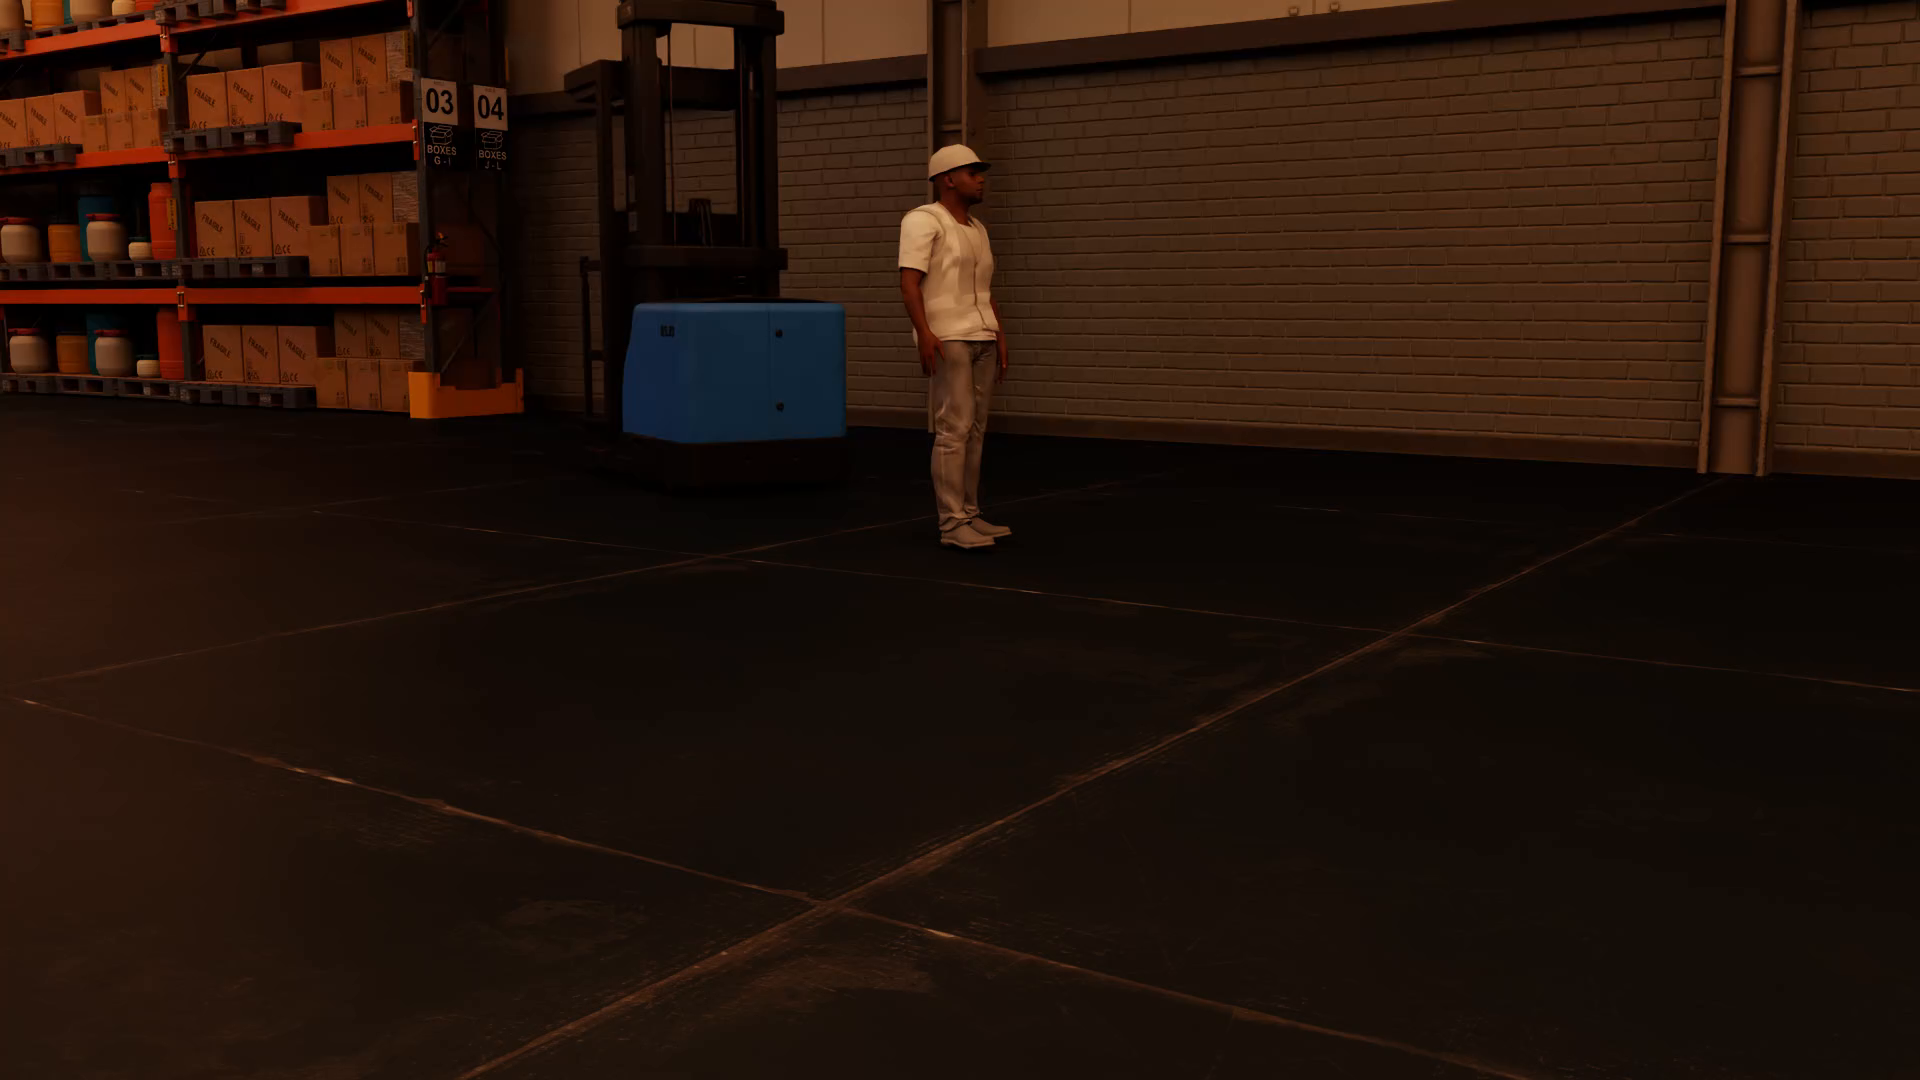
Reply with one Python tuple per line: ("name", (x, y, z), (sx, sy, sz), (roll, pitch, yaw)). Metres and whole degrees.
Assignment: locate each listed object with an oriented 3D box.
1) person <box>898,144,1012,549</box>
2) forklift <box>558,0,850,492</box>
("person", (0.055, -0.875, 7.435), (0.575, 1.768, 0.665), (5, 10, 34))
("forklift", (-1.804, -1.887, 10.466), (1.130, 2.935, 3.031), (-5, 9, -29))
